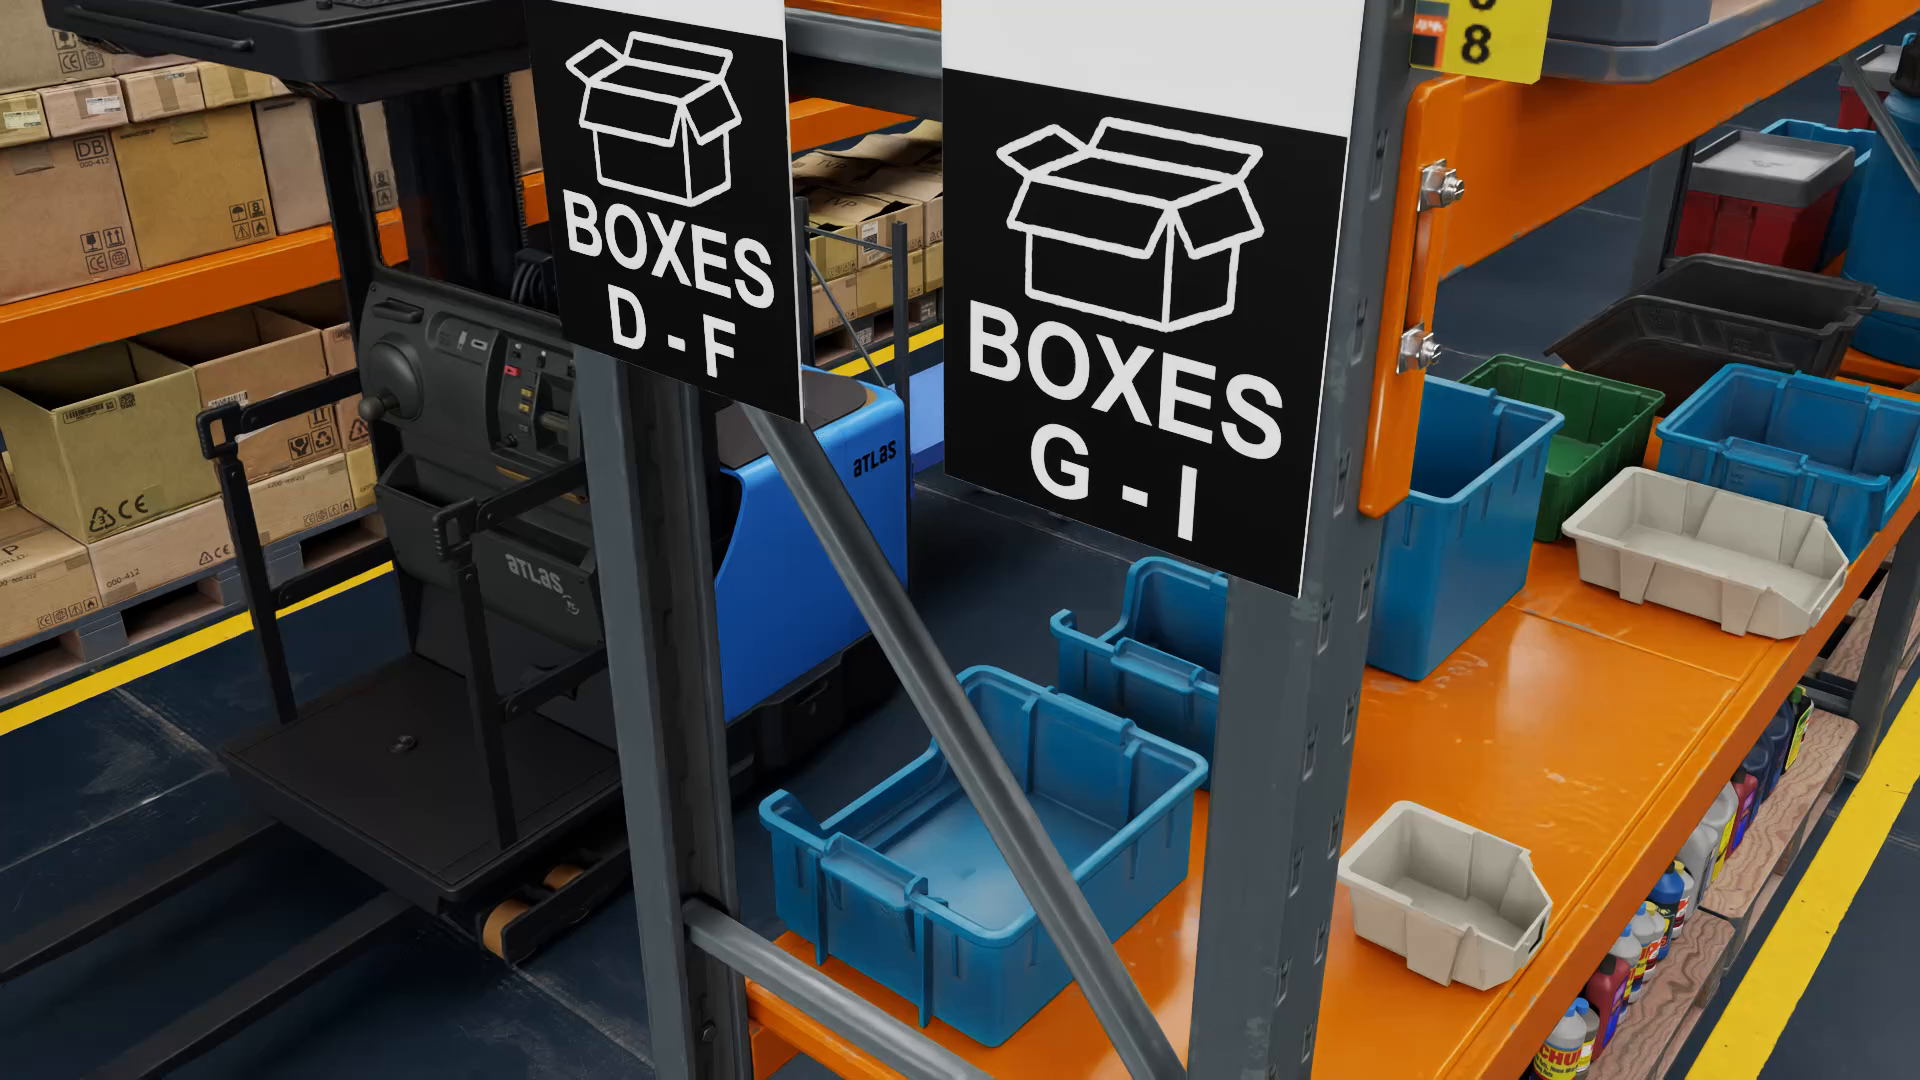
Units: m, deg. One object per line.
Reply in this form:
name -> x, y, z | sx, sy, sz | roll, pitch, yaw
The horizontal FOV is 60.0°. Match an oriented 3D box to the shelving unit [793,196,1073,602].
shelving unit -> -0.054, -0.636, 6.347 | 0.538, 1.500, 1.048 | 21, 34, 34

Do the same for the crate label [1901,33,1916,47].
crate label -> 4.205, -1.893, 7.107 | 0.502, 0.435, 0.616 | 21, 34, 34

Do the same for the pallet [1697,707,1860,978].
pallet -> 2.042, 0.732, 5.105 | 1.003, 0.211, 1.213 | 21, 34, 34

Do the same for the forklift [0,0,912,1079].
forklift -> -1.444, -0.409, 4.351 | 1.130, 2.935, 3.031 | 19, 33, 32

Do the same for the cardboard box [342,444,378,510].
cardboard box -> -2.395, -0.385, 6.765 | 0.500, 0.250, 0.500 | 21, 34, 34

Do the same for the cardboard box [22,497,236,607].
cardboard box -> -3.035, -0.032, 6.083 | 0.500, 0.250, 0.500 | 21, 34, 34

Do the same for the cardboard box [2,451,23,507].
cardboard box -> -3.441, -0.186, 6.380 | 0.500, 0.250, 0.500 | 21, 34, 34

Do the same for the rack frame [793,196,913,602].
rack frame -> -0.378, -0.456, 5.999 | 0.500, 1.500, 0.032 | 21, 34, 34

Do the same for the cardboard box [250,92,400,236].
cardboard box -> -2.573, -1.519, 6.313 | 0.700, 0.500, 0.500 | 22, 35, 36

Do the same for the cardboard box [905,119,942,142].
cardboard box -> 0.012, -2.345, 9.944 | 0.500, 0.311, 0.500 | 20, 33, 33

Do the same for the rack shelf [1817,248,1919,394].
rack shelf -> 3.773, -1.122, 6.437 | 1.077, 0.370, 4.000 | 21, 34, 34

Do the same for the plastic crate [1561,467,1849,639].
plastic crate -> 1.664, 0.034, 3.706 | 0.530, 0.136, 0.437 | 21, 34, 34

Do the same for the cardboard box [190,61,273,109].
cardboard box -> -2.629, -1.629, 5.820 | 0.380, 0.149, 0.250 | 20, 34, 34

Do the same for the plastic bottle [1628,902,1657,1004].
plastic bottle -> 1.632, 0.993, 4.056 | 0.097, 0.271, 0.097 | 0, 27, 0

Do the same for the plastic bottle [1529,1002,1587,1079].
plastic bottle -> 1.351, 1.150, 3.752 | 0.097, 0.271, 0.097 | 0, 27, 0

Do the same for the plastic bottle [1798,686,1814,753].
plastic bottle -> 2.511, 0.535, 5.019 | 0.097, 0.201, 0.097 | 0, 27, 0

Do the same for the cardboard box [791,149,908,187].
cardboard box -> -0.637, -1.986, 9.249 | 0.500, 0.311, 0.500 | 21, 34, 34

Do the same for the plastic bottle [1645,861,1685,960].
plastic bottle -> 1.761, 0.922, 4.195 | 0.097, 0.271, 0.097 | 0, 27, 0

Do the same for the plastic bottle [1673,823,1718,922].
plastic bottle -> 1.880, 0.833, 4.360 | 0.152, 0.276, 0.135 | 21, 34, 35

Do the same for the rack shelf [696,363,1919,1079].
rack shelf -> 1.229, 0.296, 3.696 | 1.077, 0.370, 4.000 | 21, 34, 34

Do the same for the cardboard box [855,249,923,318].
cardboard box -> -0.545, -1.398, 8.724 | 0.500, 0.250, 0.500 | 22, 34, 36

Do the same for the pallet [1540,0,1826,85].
pallet -> 0.559, -0.827, 2.026 | 1.003, 0.211, 1.213 | 21, 34, 34

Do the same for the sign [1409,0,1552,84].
sign -> 0.379, -0.488, 1.155 | 0.100, 0.325, 0.005 | 21, 34, 34

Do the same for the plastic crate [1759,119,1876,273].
plastic crate -> 2.963, -1.207, 5.837 | 0.392, 0.384, 0.575 | 21, 34, 34

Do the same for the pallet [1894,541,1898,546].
pallet -> 3.747, -0.218, 6.942 | 1.003, 0.211, 1.213 | 21, 34, 34

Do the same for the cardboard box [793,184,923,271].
cardboard box -> -0.541, -1.645, 8.591 | 0.500, 0.311, 0.500 | 20, 34, 34

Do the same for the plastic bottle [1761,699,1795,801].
plastic bottle -> 2.314, 0.561, 4.805 | 0.144, 0.351, 0.185 | 20, 33, 33

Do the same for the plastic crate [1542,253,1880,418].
plastic crate -> 2.070, -0.556, 4.629 | 0.767, 0.338, 0.504 | 21, 34, 34

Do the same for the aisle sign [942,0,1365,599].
aisle sign -> 0.137, -0.358, 1.348 | 0.394, 0.787, 0.004 | 21, 34, 34

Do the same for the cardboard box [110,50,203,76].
cardboard box -> -2.872, -1.931, 5.698 | 0.700, 0.500, 0.500 | 21, 34, 35

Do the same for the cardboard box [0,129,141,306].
cardboard box -> -3.226, -1.157, 5.613 | 0.700, 0.500, 0.500 | 22, 34, 36

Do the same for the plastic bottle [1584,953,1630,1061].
plastic bottle -> 1.509, 1.070, 3.894 | 0.061, 0.283, 0.133 | 21, 34, 35

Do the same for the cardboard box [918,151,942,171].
cardboard box -> 0.113, -2.015, 9.306 | 0.500, 0.311, 0.500 | 22, 34, 36

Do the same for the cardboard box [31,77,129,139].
cardboard box -> -2.959, -1.443, 5.460 | 0.380, 0.149, 0.250 | 20, 34, 34

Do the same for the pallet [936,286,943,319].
pallet -> -0.104, -1.650, 9.710 | 1.003, 0.211, 1.213 | 21, 34, 34

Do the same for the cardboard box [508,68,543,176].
cardboard box -> -1.926, -1.878, 7.007 | 0.700, 0.500, 0.500 | 20, 34, 34

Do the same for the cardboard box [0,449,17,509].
cardboard box -> -3.751, -0.339, 5.860 | 0.500, 0.500, 0.500 | 21, 34, 34

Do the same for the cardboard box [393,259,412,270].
cardboard box -> -2.087, -0.899, 6.943 | 0.500, 0.500, 0.500 | 21, 34, 34

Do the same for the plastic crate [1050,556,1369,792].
plastic crate -> 0.462, 0.258, 3.148 | 0.499, 0.251, 0.408 | 21, 34, 34

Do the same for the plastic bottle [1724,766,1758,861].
plastic bottle -> 2.121, 0.729, 4.553 | 0.061, 0.283, 0.133 | 23, 35, 38

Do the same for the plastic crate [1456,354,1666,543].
plastic crate -> 1.420, -0.240, 4.179 | 0.450, 0.188, 0.662 | 21, 34, 34

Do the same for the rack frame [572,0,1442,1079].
rack frame -> -0.040, 0.687, 2.158 | 0.949, 2.616, 0.053 | 21, 34, 34

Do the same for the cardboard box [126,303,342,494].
cardboard box -> -2.725, -0.546, 6.259 | 0.500, 0.500, 0.500 | 21, 34, 34

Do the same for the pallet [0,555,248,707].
pallet -> -3.409, 0.192, 6.149 | 1.003, 0.211, 1.213 | 21, 34, 34
